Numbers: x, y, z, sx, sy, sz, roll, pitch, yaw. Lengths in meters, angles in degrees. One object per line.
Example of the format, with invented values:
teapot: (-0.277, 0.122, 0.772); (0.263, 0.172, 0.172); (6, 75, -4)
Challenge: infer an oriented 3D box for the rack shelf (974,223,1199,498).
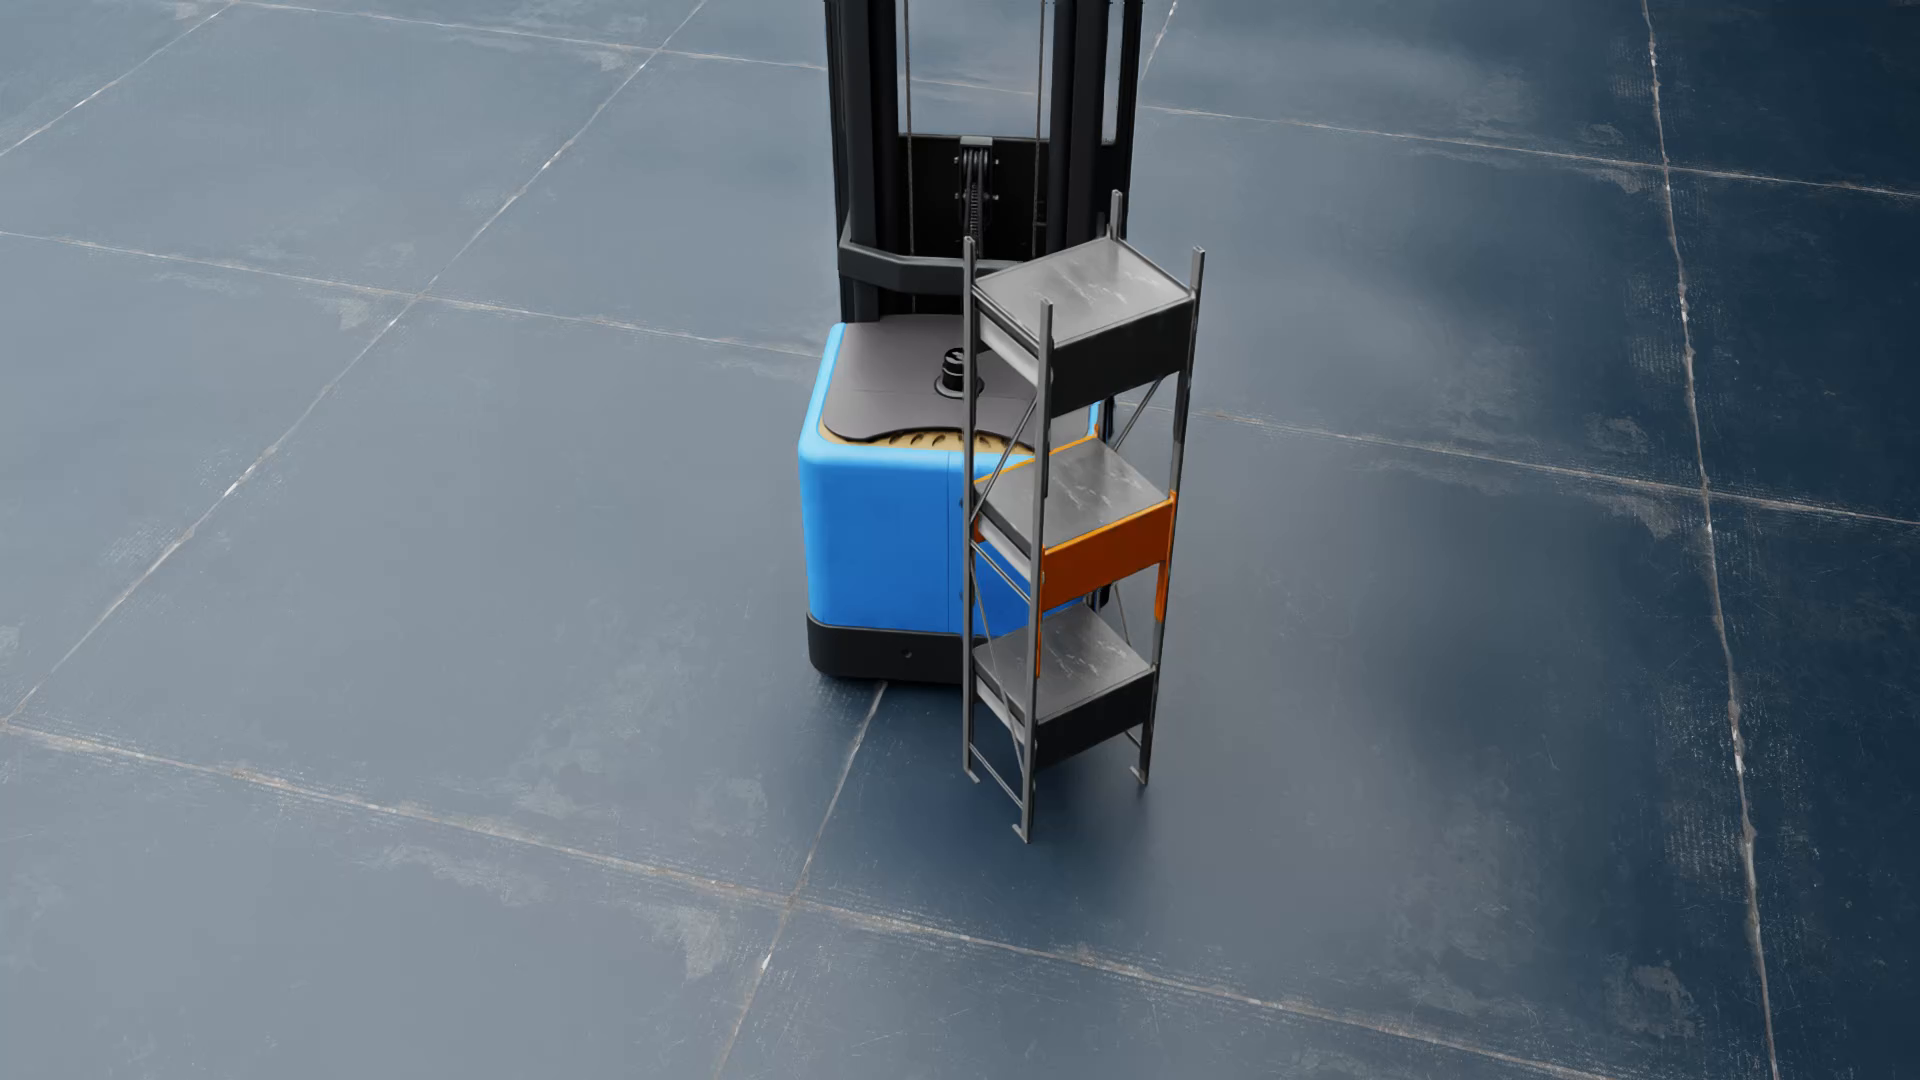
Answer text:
rack shelf: (0.329, -0.508, 4.655); (0.480, 0.518, 0.431); (-22, 45, -24)

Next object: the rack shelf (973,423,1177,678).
rack shelf: (0.329, 0.028, 5.106); (0.480, 0.518, 0.431); (-22, 45, -24)

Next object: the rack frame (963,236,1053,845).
rack frame: (0.122, 0.100, 4.998); (0.015, 2.100, 0.400); (-22, 45, -24)

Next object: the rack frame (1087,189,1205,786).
rack frame: (0.536, -0.066, 5.196); (0.015, 2.100, 0.400); (-22, 45, -24)

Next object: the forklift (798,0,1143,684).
forklift: (0.104, -1.517, 6.277); (1.130, 2.935, 3.031); (4, 40, 4)

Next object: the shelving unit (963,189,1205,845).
shelving unit: (0.329, 0.017, 5.097); (0.503, 2.100, 0.431); (-22, 45, -24)

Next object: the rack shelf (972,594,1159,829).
rack shelf: (0.329, 0.564, 5.556); (0.480, 0.518, 0.431); (-22, 45, -24)
